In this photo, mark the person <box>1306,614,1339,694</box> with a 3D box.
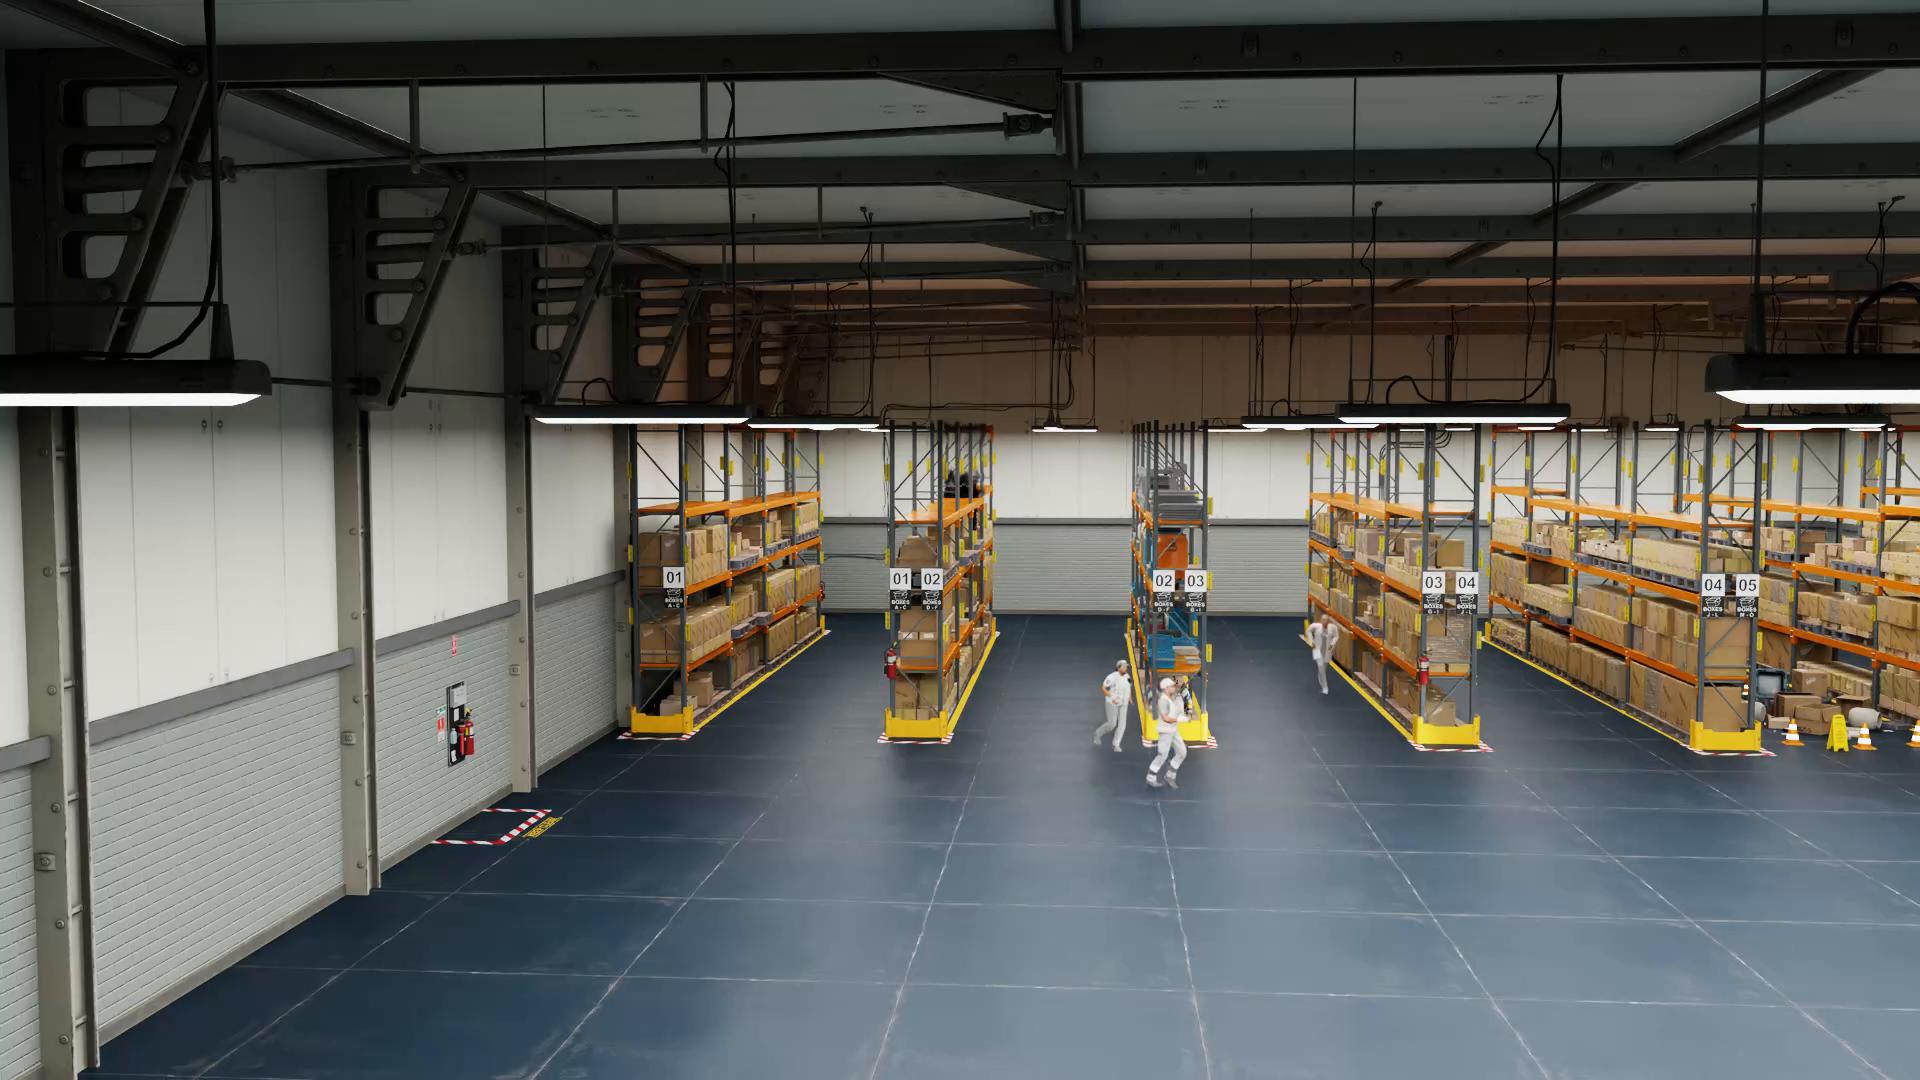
[{"bbox_3d":[8.122,2.525,37.293,0.722,1.788,1.041,0,4,6],"label":"person"}]

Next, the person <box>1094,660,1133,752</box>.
[{"bbox_3d":[2.876,3.003,30.342,0.680,1.646,0.655,-2,4,-30],"label":"person"}]

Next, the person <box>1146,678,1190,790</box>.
[{"bbox_3d":[3.363,3.137,26.777,0.748,1.833,0.655,2,4,27],"label":"person"}]
